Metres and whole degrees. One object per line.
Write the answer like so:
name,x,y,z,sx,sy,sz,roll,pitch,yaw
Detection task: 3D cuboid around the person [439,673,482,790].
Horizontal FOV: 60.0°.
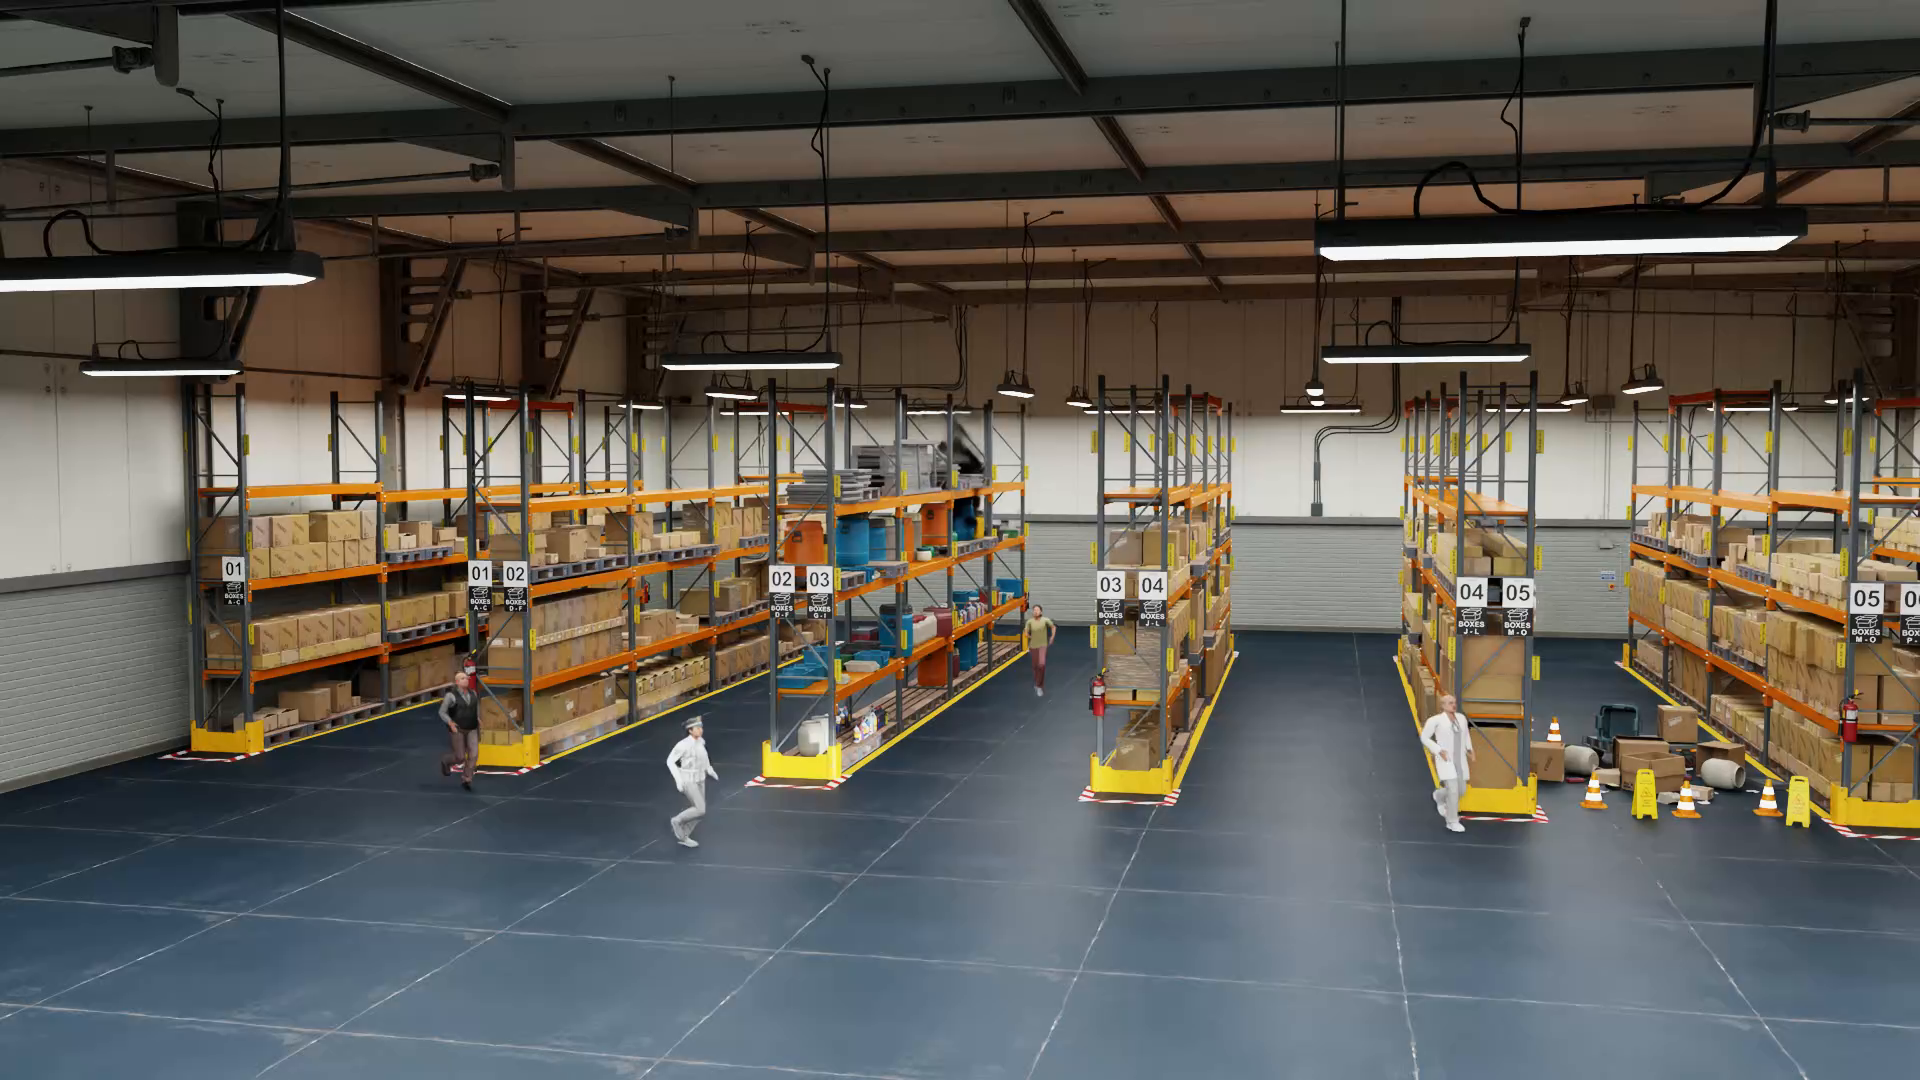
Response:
person,-7.283,2.782,24.327,0.741,1.694,0.677,3,5,44

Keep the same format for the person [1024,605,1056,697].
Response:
person,1.509,2.100,31.785,0.581,1.733,0.680,1,3,11

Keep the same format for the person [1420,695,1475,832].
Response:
person,6.354,2.884,21.707,0.733,1.743,0.788,-1,3,-17

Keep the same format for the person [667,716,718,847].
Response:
person,-3.292,3.000,20.658,0.576,1.643,0.600,2,4,30
